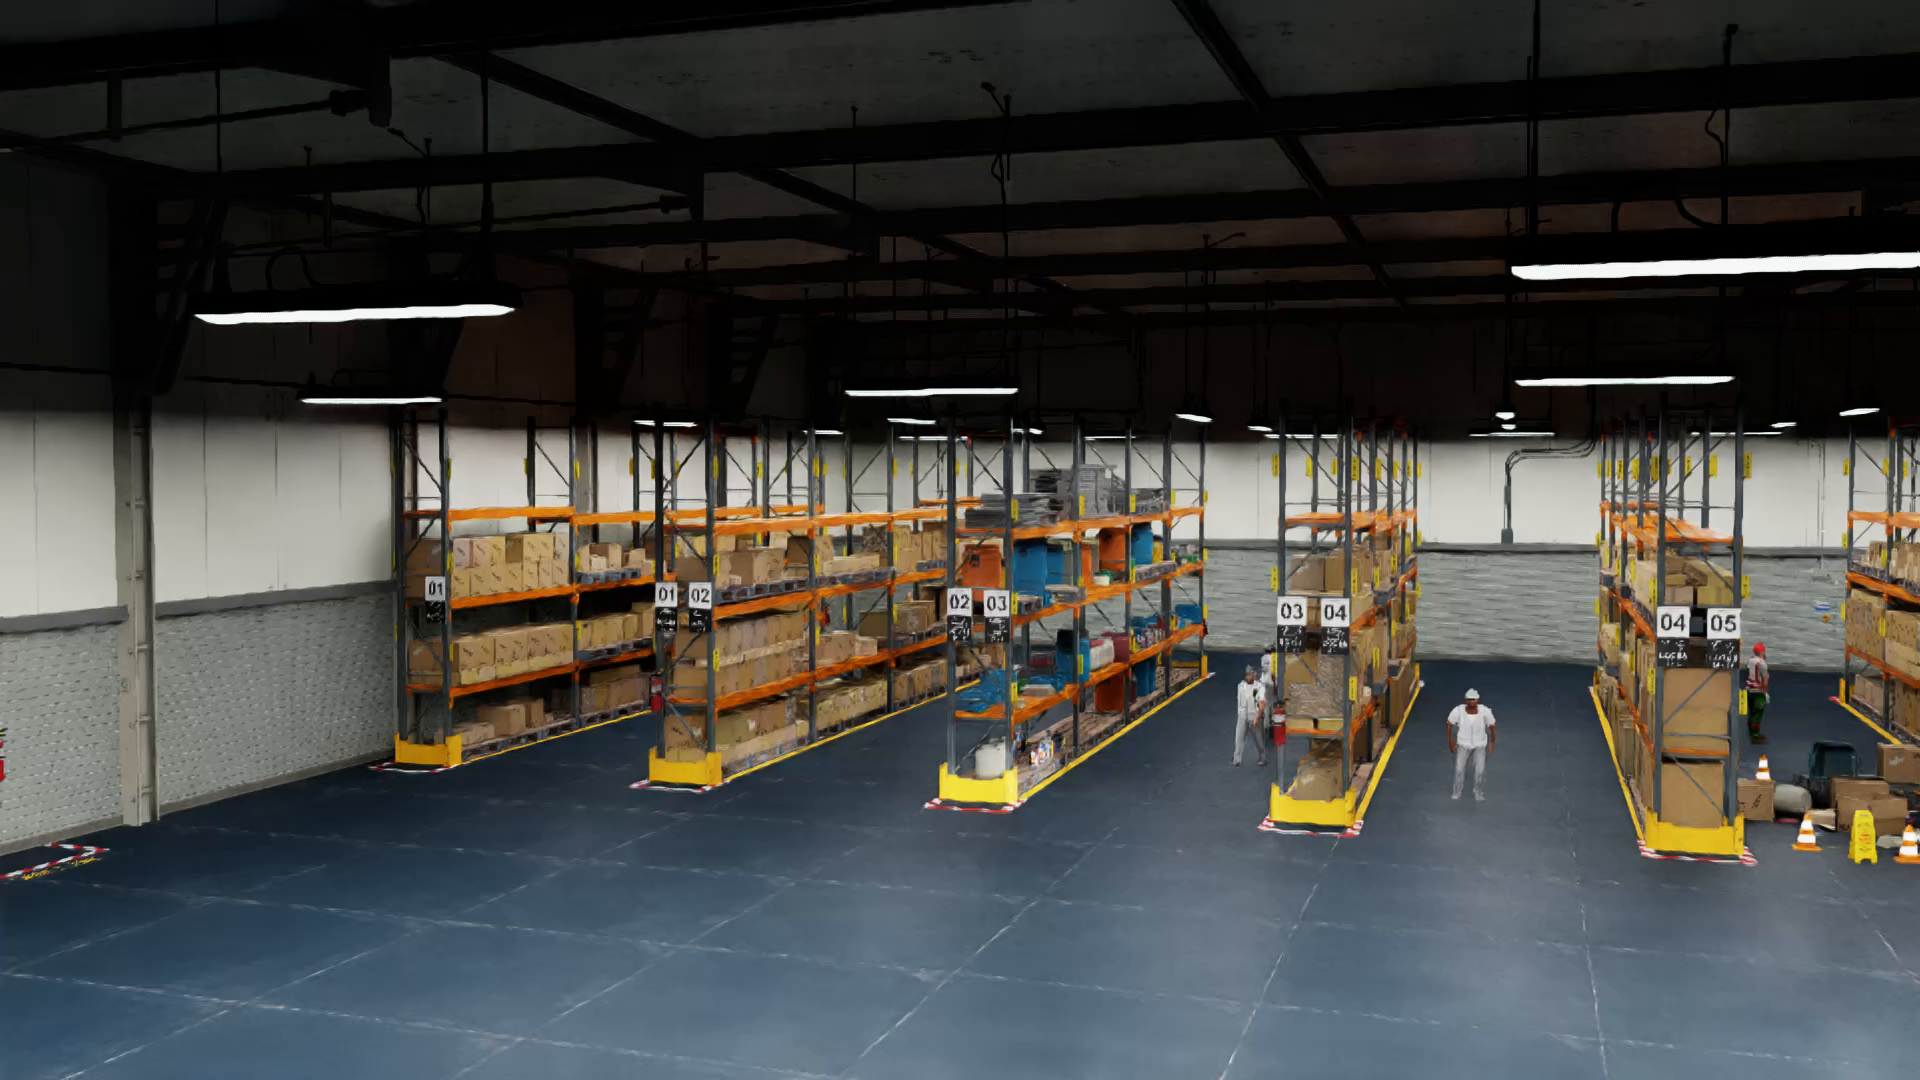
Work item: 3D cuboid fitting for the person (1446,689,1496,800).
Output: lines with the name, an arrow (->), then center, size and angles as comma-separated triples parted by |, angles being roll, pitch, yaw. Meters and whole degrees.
person -> 7.688, 3.079, 25.025 | 0.719, 1.714, 0.578 | 1, 3, 17

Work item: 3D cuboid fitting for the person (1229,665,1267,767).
person -> 4.869, 2.941, 27.822 | 0.533, 1.702, 1.039 | 1, 3, 28

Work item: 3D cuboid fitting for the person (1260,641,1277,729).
person -> 5.973, 2.784, 31.901 | 0.415, 1.676, 0.499 | -1, 3, -12

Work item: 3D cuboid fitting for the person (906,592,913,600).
person -> -1.345, 2.228, 44.498 | 0.598, 1.698, 1.193 | 1, 3, 20

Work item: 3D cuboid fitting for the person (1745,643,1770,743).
person -> 14.645, 2.781, 30.447 | 0.468, 1.794, 0.620 | 0, 2, -5
